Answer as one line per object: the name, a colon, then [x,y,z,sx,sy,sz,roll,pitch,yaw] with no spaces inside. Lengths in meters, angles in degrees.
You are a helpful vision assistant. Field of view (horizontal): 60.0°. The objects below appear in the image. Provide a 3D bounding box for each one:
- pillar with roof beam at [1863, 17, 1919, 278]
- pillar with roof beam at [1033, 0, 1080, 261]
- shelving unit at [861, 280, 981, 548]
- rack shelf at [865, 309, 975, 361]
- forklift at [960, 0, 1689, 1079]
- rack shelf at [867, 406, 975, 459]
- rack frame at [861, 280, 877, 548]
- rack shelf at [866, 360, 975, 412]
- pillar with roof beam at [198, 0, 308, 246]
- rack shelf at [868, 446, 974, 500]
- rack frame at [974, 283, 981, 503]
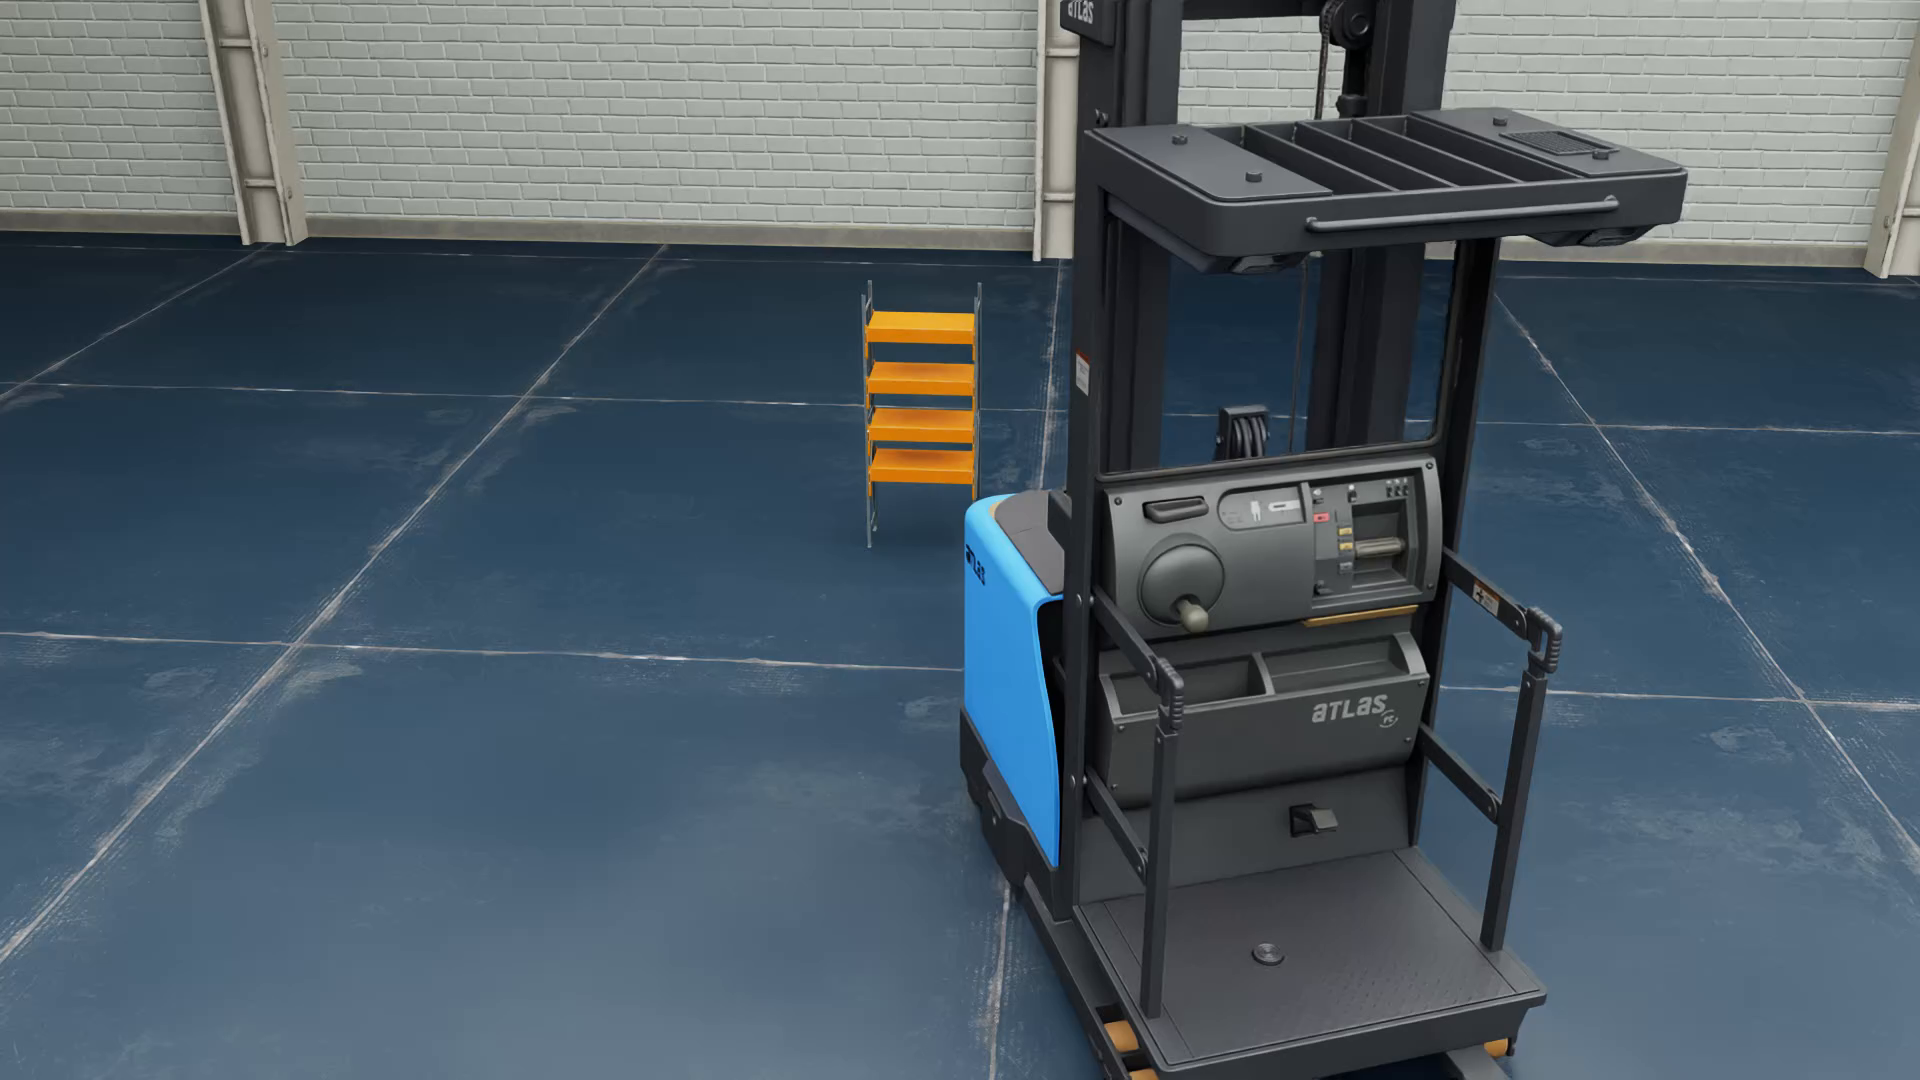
pillar with roof beam: [6.396,-4.209,6.132,0.400,9.000,9.100,2,25,4]
pillar with roof beam: [0.414,-4.401,6.549,0.400,9.000,9.100,2,25,4]
shelving unit: [-0.165,-0.550,7.511,0.503,1.200,0.258,2,25,4]
rack shelf: [-0.165,-0.907,7.346,0.480,0.148,0.258,2,25,4]
forklift: [0.889,0.043,4.151,1.130,2.935,3.031,-7,26,-14]
rack shelf: [-0.165,-0.489,7.539,0.480,0.148,0.258,2,25,4]
rack frame: [-0.408,-0.558,7.528,0.015,1.200,0.240,2,25,4]
rack shelf: [-0.165,-0.692,7.445,0.480,0.148,0.258,2,25,4]
pillar with roof beam: [-5.568,-4.593,6.966,0.400,9.000,9.100,2,25,4]
rack shelf: [-0.165,-0.309,7.622,0.480,0.148,0.258,2,25,4]
rack frame: [0.078,-0.543,7.494,0.015,1.200,0.240,2,25,4]
